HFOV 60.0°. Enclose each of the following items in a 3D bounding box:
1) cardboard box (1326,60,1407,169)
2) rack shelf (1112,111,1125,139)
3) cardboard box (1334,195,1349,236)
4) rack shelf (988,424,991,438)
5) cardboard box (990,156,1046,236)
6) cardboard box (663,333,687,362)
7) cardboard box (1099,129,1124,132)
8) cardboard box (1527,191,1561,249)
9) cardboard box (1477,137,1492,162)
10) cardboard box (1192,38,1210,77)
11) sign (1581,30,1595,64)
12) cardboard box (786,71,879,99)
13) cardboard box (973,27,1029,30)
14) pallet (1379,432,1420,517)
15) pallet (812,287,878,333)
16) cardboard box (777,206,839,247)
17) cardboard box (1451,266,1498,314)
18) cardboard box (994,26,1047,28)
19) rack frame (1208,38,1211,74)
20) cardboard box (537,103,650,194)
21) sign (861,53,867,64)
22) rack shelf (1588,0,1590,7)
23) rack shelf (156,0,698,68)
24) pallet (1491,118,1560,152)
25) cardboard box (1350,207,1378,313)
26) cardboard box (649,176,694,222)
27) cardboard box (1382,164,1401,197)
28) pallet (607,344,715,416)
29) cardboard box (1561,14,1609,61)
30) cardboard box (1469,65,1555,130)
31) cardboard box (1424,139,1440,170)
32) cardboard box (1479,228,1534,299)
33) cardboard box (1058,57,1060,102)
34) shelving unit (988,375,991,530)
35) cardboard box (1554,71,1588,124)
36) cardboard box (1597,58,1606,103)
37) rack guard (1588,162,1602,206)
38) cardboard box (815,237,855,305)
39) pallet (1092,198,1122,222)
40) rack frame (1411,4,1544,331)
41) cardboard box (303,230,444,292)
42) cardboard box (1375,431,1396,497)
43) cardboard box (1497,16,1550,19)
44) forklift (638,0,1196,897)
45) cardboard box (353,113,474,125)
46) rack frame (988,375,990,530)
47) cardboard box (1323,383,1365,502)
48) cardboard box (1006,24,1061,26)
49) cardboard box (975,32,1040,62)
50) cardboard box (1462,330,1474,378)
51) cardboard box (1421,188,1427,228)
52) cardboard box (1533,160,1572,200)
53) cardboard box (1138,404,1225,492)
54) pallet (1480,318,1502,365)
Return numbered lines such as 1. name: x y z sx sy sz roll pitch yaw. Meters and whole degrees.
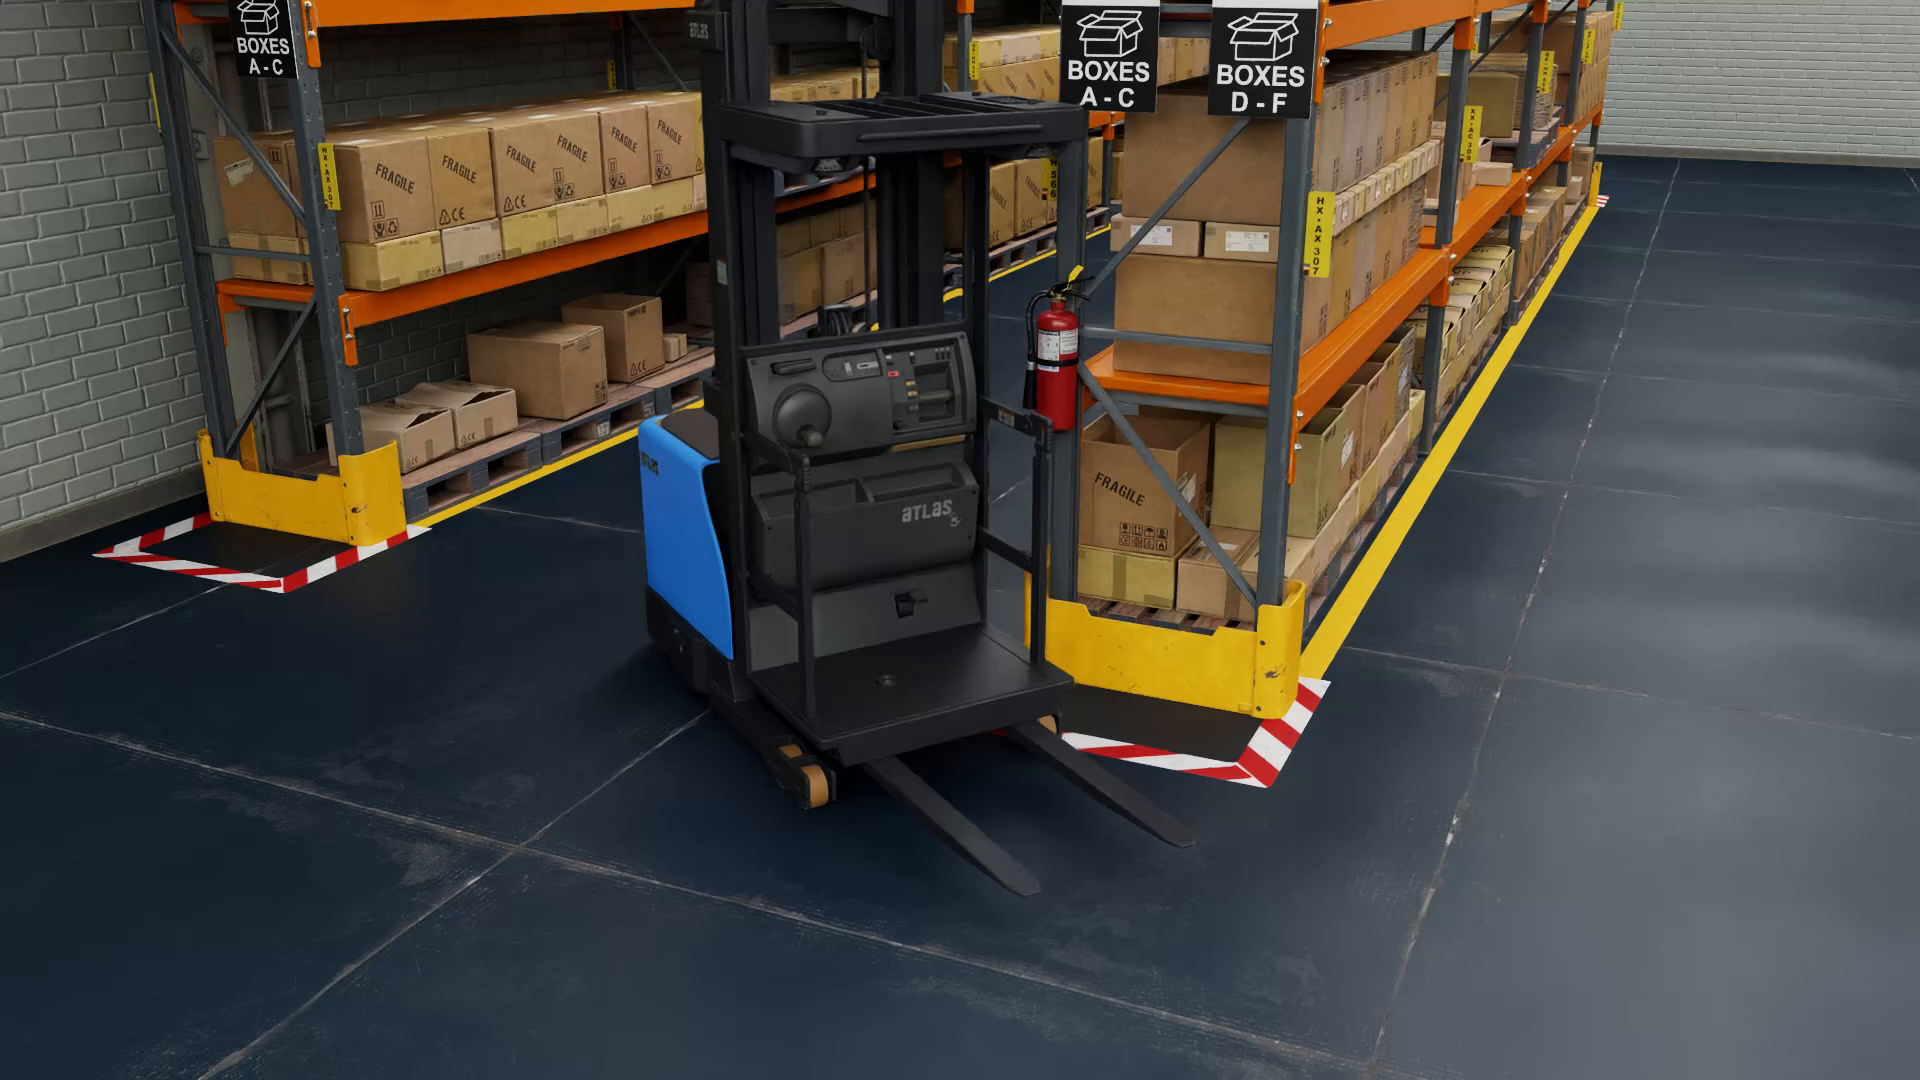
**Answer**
1. cardboard box: 1.922 -2.240 8.706 0.700 0.500 0.500 9 21 23
2. rack shelf: 2.083 -5.423 20.813 1.077 0.370 4.000 9 21 23
3. cardboard box: 1.543 -1.480 7.538 0.380 0.149 0.250 8 21 22
4. rack shelf: 0.003 -0.565 8.776 0.258 0.077 0.200 9 21 23
5. cardboard box: 0.412 -3.586 17.157 0.750 0.750 0.750 8 21 22
6. cardboard box: -2.203 -1.409 12.027 0.380 0.166 0.250 6 20 16
7. cardboard box: 1.954 -5.071 20.888 0.380 0.149 0.250 8 21 22
8. cardboard box: 5.635 -3.161 16.454 0.500 0.500 0.500 9 21 23
9. cardboard box: 3.958 -3.102 13.347 0.500 0.311 0.500 10 22 26
10. cardboard box: 2.703 -6.357 21.920 0.980 0.700 0.700 10 22 25
11. sign: 6.293 -4.942 16.661 0.100 0.325 0.005 9 21 23
12. cardboard box: -1.047 -3.653 13.958 0.700 0.500 0.500 9 21 23
13. cardboard box: 0.430 -5.280 17.598 0.500 0.250 0.500 8 21 21
14. pallet: 2.145 -0.475 9.989 1.003 0.211 1.213 9 21 23
15. pallet: -1.196 -2.003 14.287 1.003 0.211 1.213 9 21 23
16. cardboard box: -1.338 -2.609 13.784 0.500 0.250 0.500 8 21 21
17. cardboard box: 3.741 -1.908 12.497 0.500 0.311 0.500 8 21 22
18. cardboard box: 0.630 -5.434 18.031 0.500 0.250 0.500 9 21 23
19. rack frame: 2.902 -6.373 22.412 1.000 3.000 0.127 9 21 23
20. cardboard box: -2.338 -2.504 10.608 0.500 0.500 0.500 8 21 21
21. sign: -0.881 -4.548 15.553 0.100 0.325 0.005 9 21 23
22. rack shelf: 6.604 -6.157 18.403 1.077 0.370 4.000 9 21 23
23. rack shelf: -2.831 -3.168 9.996 1.077 0.370 4.000 9 21 23
24. pallet: 4.939 -3.754 15.333 1.003 0.211 1.213 9 21 23
25. cardboard box: 1.706 -1.465 8.462 0.700 0.500 0.500 9 22 24
26. cardboard box: -2.141 -2.306 11.170 0.500 0.250 0.500 9 21 23
27. cardboard box: 2.072 -1.878 8.656 0.380 0.149 0.250 9 22 24
28. pallet: -2.254 -1.181 11.973 1.003 0.211 1.213 9 21 23
29. cardboard box: 7.078 -5.725 18.949 0.500 0.500 0.500 9 22 24
30. cardboard box: 4.851 -3.955 14.838 0.700 0.500 0.500 13 23 33
31. cardboard box: 2.593 -2.266 9.747 0.380 0.149 0.250 9 21 23
32. cardboard box: 4.594 -2.378 14.254 0.500 0.500 0.500 10 22 25
33. cardboard box: 0.892 -4.861 17.539 0.500 0.500 0.500 9 21 23
34. shelving unit: 0.003 -0.426 8.825 0.258 0.900 0.210 9 21 23
35. cardboard box: 6.243 -4.637 17.382 0.500 0.500 0.500 9 22 24
36. cardboard box: 7.279 -5.408 19.550 0.500 0.500 0.500 9 21 23
37. rack guard: 7.392 -4.493 20.858 1.175 0.500 0.348 9 21 23
38. cardboard box: -1.314 -2.277 13.968 0.700 0.500 0.500 9 21 23
39. pallet: 1.647 -4.058 20.064 1.003 0.211 1.213 9 21 23
40. rack frame: 4.147 -3.249 13.627 1.000 3.000 0.127 9 21 23
41. cardboard box: -3.160 -1.526 8.978 0.500 0.250 0.500 8 21 21
42. cardboard box: 2.114 -0.450 9.235 0.500 0.250 0.500 9 21 23
43. cardboard box: 6.170 -5.491 18.291 0.500 0.500 0.500 9 21 23
44. forklift: -0.256 -0.557 6.160 1.130 2.935 3.031 -11 22 -28
45. cardboard box: -3.228 -2.258 9.917 0.500 0.500 0.500 8 21 21
46. rack frame: 0.045 -0.458 8.912 0.240 0.900 0.006 9 21 23
47. cardboard box: 1.690 -0.500 8.256 0.500 0.500 0.500 9 21 23
48. cardboard box: 0.838 -5.595 18.483 0.500 0.250 0.500 9 22 24
49. cardboard box: 0.468 -4.899 16.524 0.500 0.250 0.500 9 21 23
50. cardboard box: 3.321 -1.332 11.716 0.500 0.250 0.500 8 21 21
51. cardboard box: 2.671 -2.112 10.654 0.500 0.250 0.500 10 22 26
52. cardboard box: 6.550 -4.078 19.027 0.797 0.503 0.637 9 21 23
53. cardboard box: 1.216 -0.571 8.457 0.500 0.500 0.500 9 21 23
54. pallet: 3.775 -1.689 13.402 1.003 0.211 1.213 9 21 23
